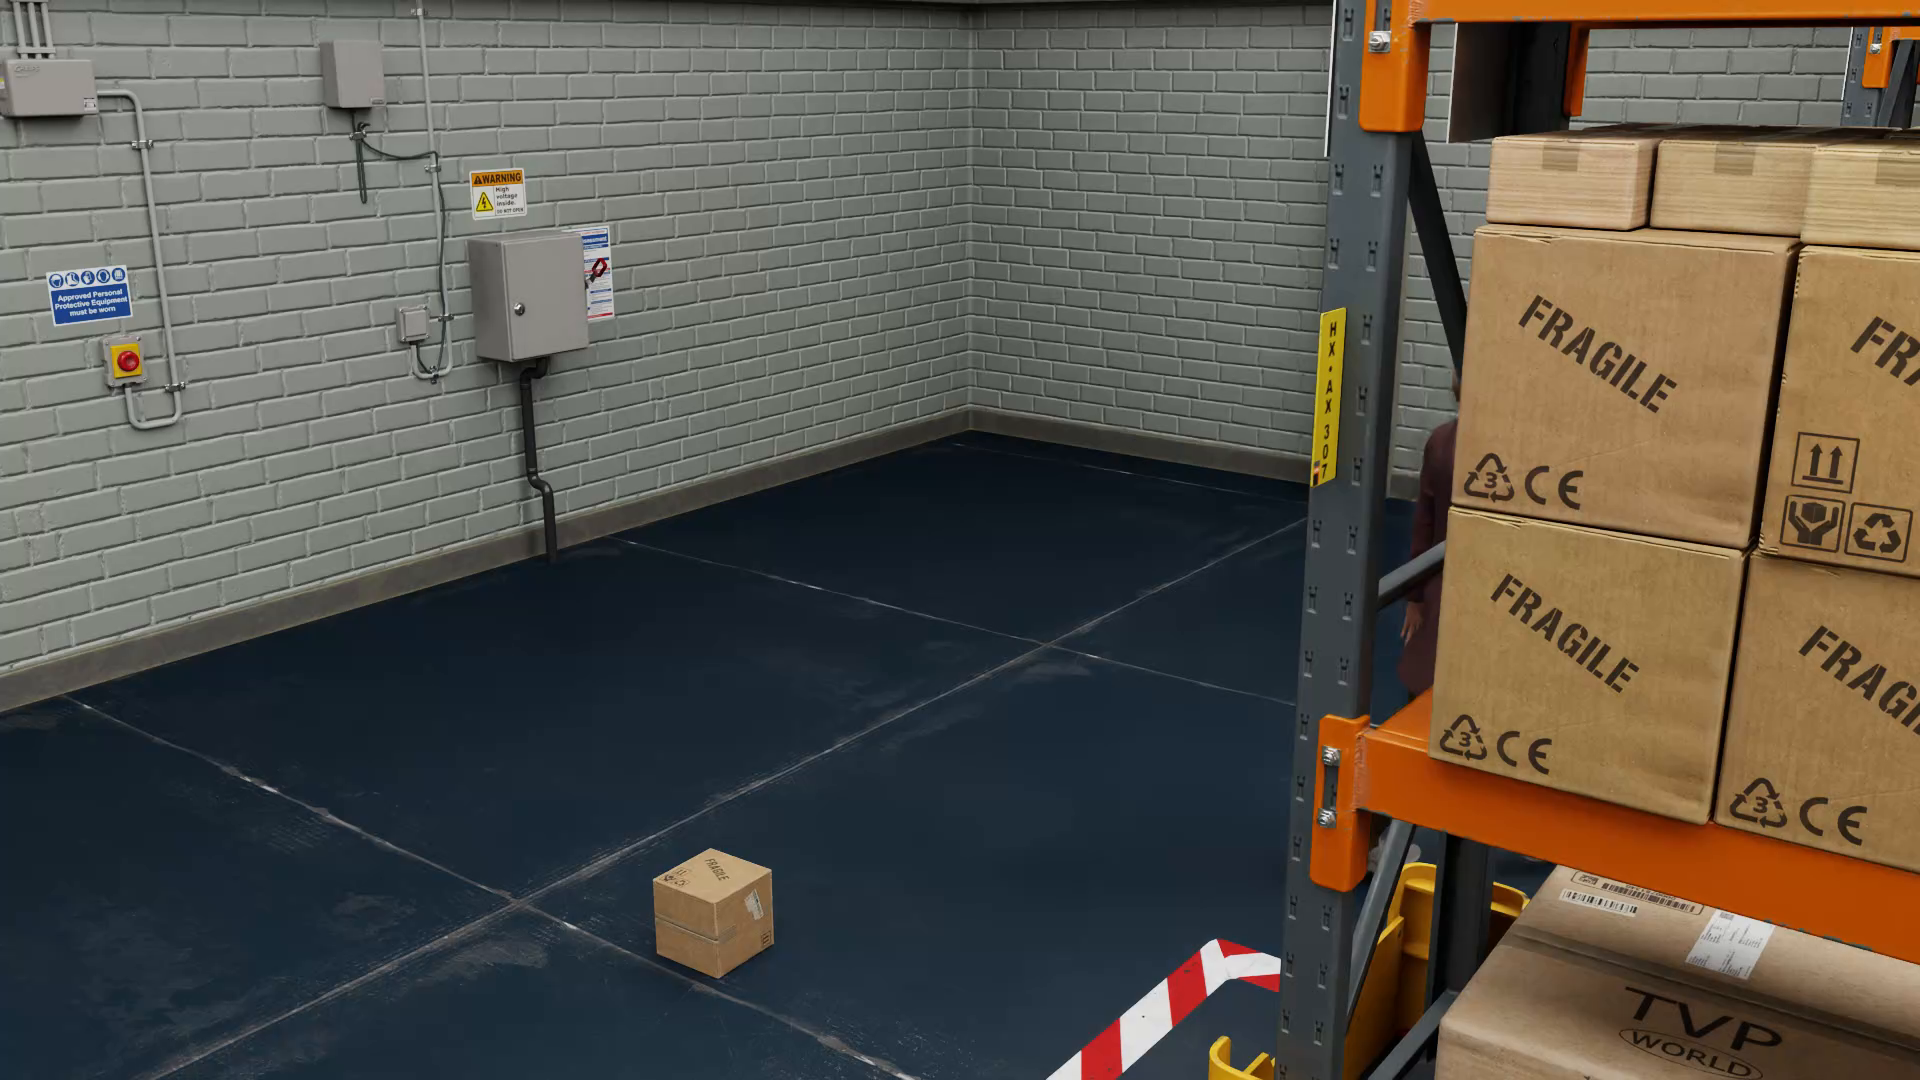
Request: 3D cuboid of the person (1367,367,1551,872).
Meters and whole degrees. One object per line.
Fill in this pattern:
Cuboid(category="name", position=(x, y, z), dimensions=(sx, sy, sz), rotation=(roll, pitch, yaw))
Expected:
Cuboid(category="person", position=(1.664, 0.249, 5.168), dimensions=(1.081, 1.722, 0.631), rotation=(2, 16, 6))
